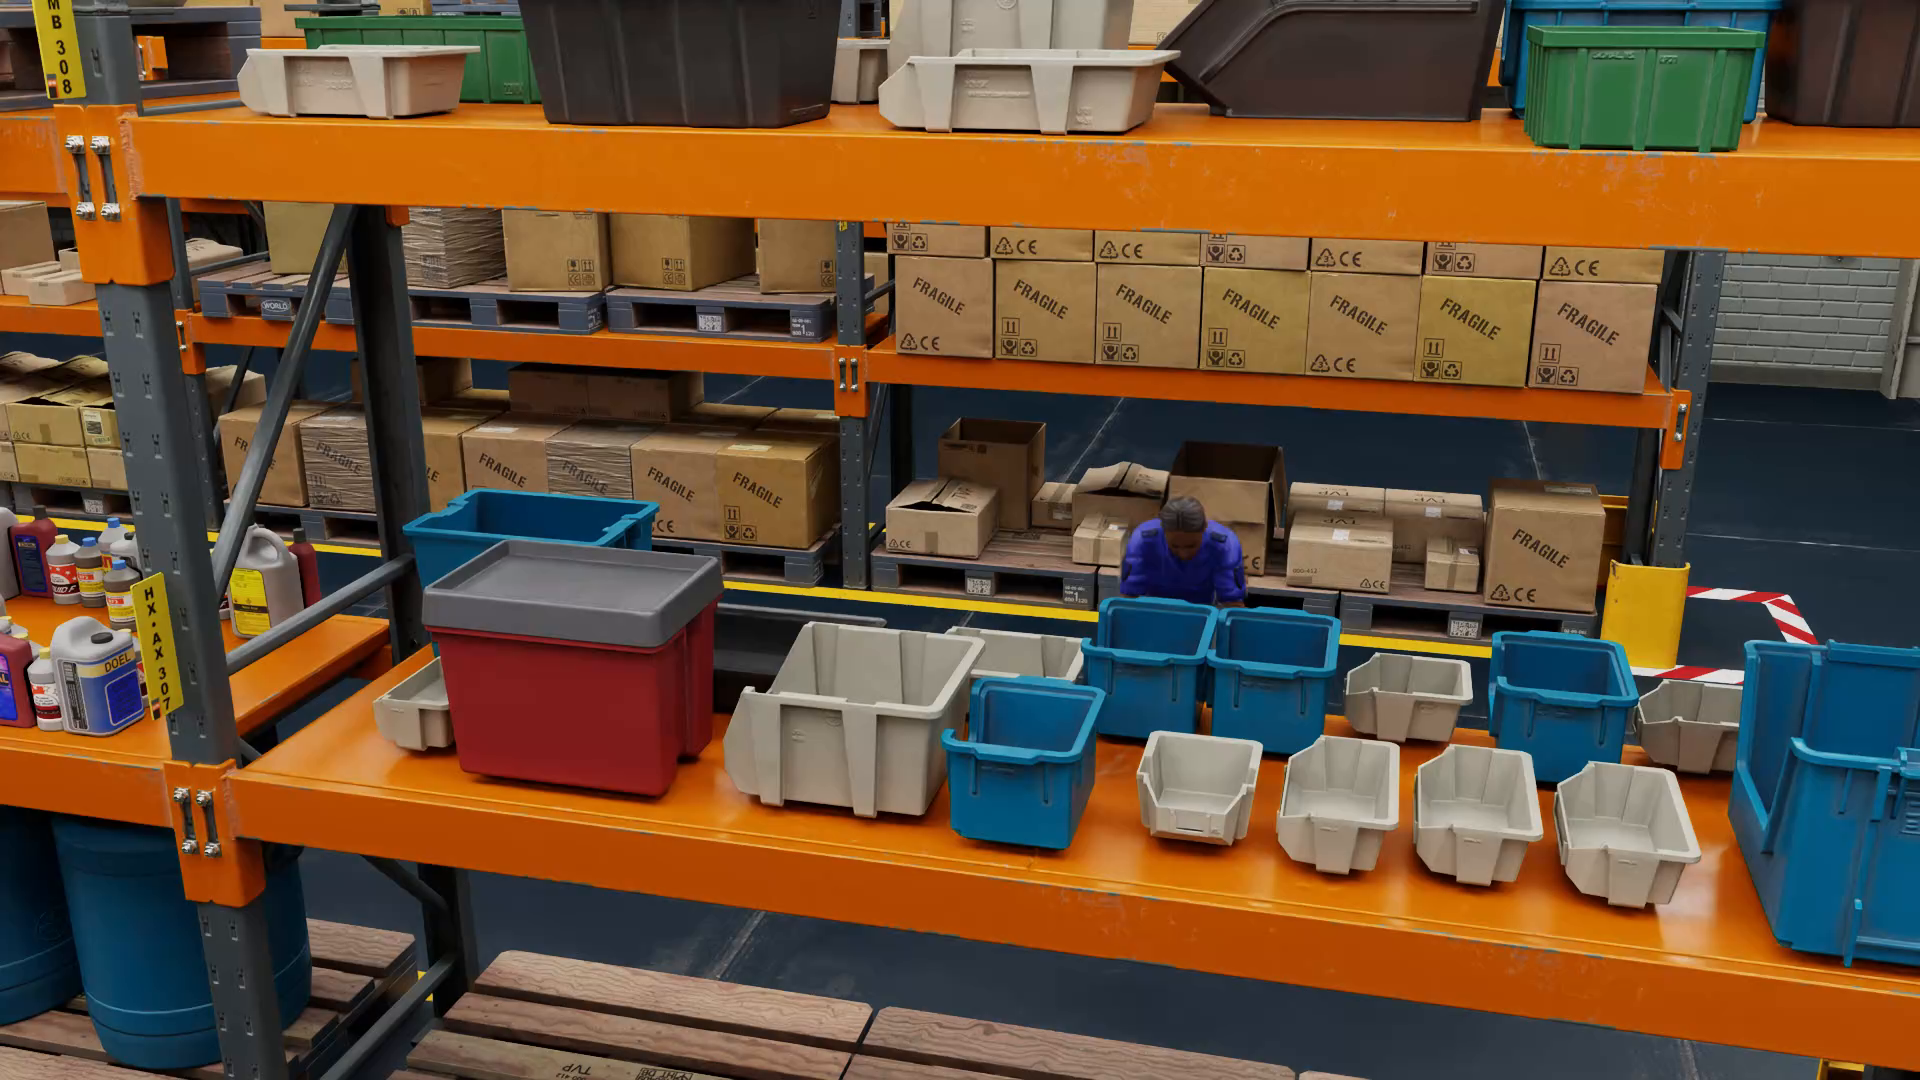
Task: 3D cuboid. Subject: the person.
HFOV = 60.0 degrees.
[{"bbox_3d":[0.867,0.390,6.463,0.497,1.308,0.667,5,19,14],"label":"person"}]
